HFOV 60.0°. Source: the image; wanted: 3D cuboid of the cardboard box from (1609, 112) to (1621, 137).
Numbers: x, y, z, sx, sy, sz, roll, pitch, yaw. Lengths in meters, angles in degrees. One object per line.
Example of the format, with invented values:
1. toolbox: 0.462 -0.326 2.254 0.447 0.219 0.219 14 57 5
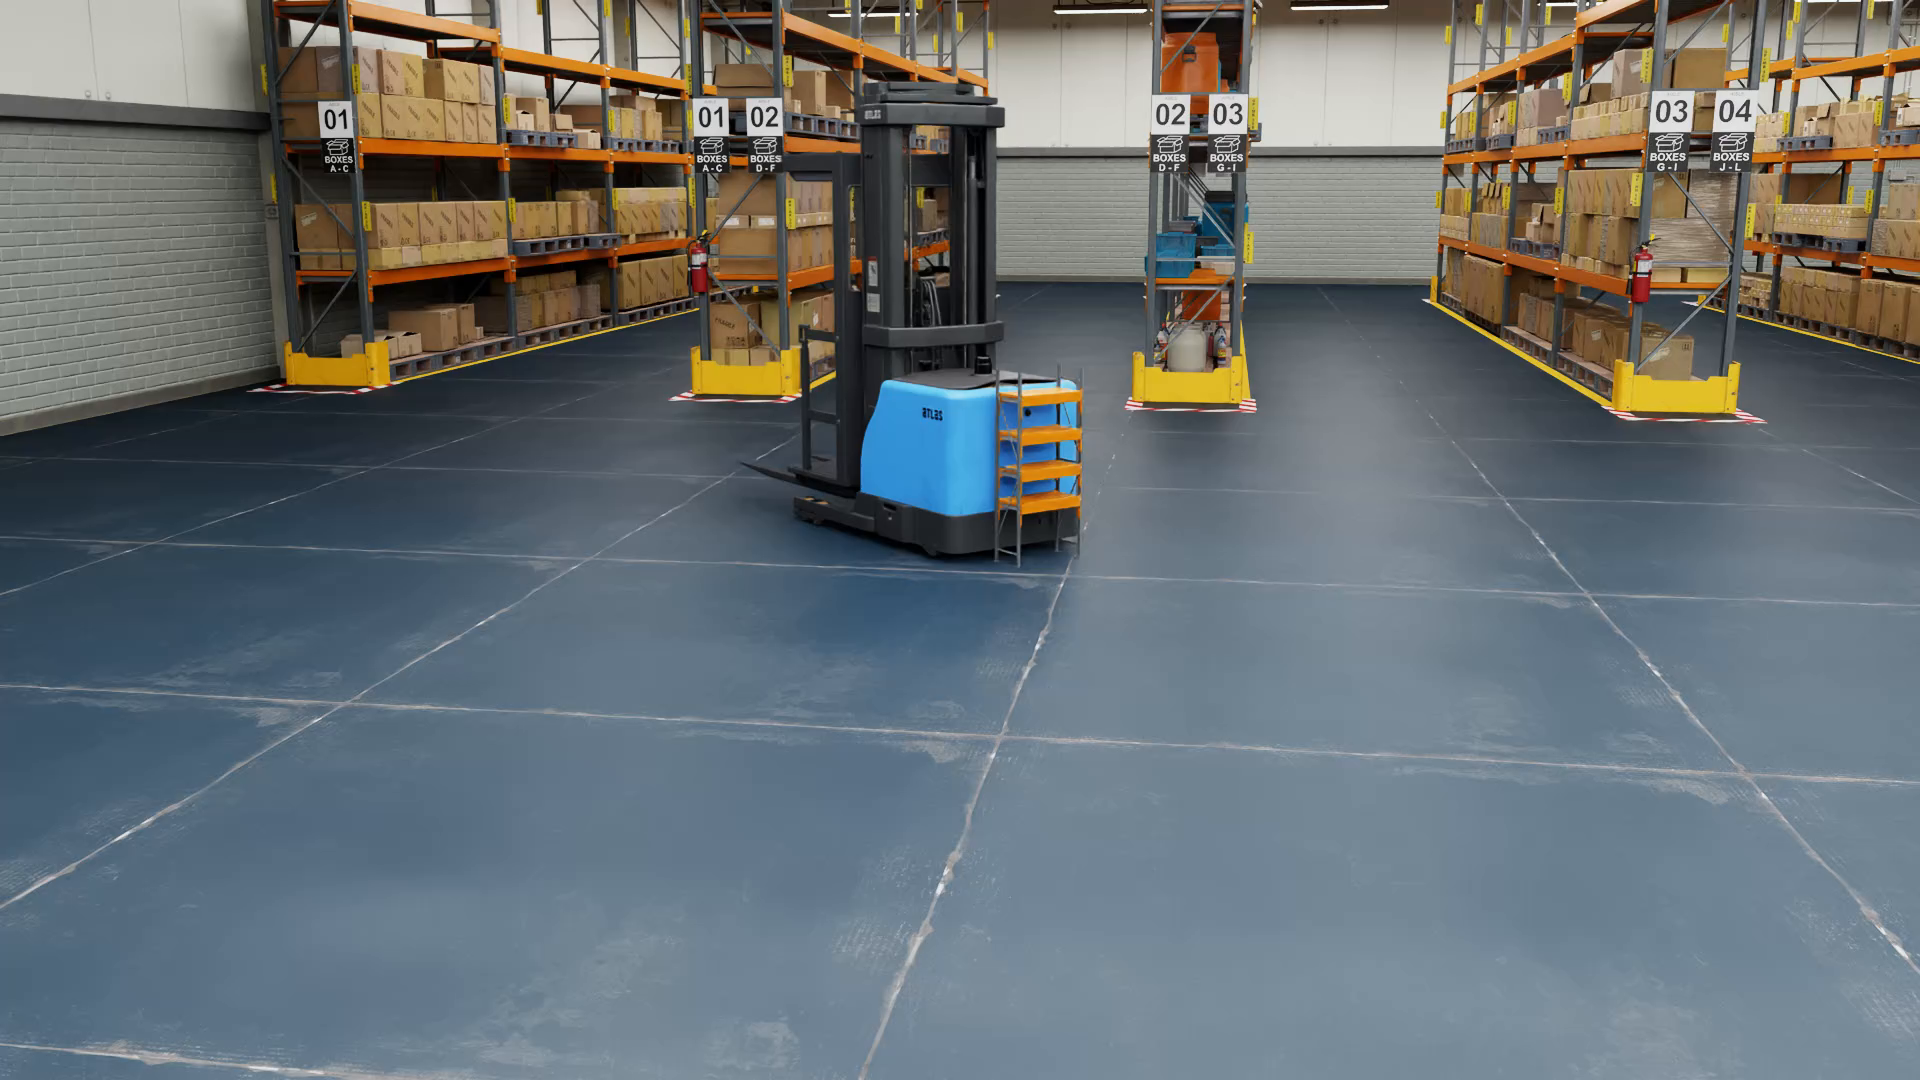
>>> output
1. cardboard box: 7.371 -4.513 18.052 0.500 0.250 0.500 2 12 10

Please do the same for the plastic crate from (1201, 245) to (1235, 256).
1. plastic crate: 3.206 -3.483 20.386 0.499 0.251 0.616 2 12 9

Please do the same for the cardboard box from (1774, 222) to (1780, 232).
1. cardboard box: 13.603 -5.133 27.290 0.380 0.149 0.250 1 12 6

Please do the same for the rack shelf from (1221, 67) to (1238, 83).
1. rack shelf: 4.031 -7.429 26.762 1.077 0.370 4.000 2 12 9

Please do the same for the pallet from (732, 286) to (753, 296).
1. pallet: -4.881 -5.081 34.070 1.003 0.211 1.213 2 12 9

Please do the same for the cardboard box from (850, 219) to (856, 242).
1. cardboard box: -1.570 -4.274 23.466 0.500 0.500 0.500 3 12 13

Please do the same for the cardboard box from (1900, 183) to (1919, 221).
1. cardboard box: 13.348 -4.624 22.719 0.700 0.500 0.500 2 12 8

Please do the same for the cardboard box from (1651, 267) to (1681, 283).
1. cardboard box: 7.227 -2.744 17.204 0.380 0.149 0.250 2 12 9

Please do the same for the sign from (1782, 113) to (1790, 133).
1. sign: 13.581 -6.853 27.323 0.100 0.325 0.005 2 12 9

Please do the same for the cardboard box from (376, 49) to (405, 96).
1. cardboard box: -6.870 -5.472 19.484 0.500 0.500 0.500 2 12 8

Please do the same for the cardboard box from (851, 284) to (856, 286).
1. cardboard box: -1.541 -3.824 25.817 0.500 0.311 0.500 2 12 11

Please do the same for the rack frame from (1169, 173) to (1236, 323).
1. rack frame: 3.723 -4.627 25.344 1.000 3.000 0.127 2 12 9

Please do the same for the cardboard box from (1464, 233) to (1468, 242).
1. cardboard box: 8.956 -5.251 28.833 0.380 0.149 0.250 2 12 9

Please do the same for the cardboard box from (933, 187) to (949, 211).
1. cardboard box: -0.205 -6.248 30.253 0.500 0.500 0.500 2 12 10

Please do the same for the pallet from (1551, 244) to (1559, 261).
1. pallet: 8.264 -3.695 21.472 1.003 0.211 1.213 2 12 9

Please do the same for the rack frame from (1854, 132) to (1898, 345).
1. rack frame: 13.503 -4.285 23.756 1.000 3.000 0.127 2 12 9

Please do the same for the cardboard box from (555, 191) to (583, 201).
1. cardboard box: -6.124 -5.389 26.057 0.380 0.149 0.250 0 12 -1

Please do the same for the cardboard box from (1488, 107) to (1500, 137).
1. cardboard box: 9.153 -6.899 27.530 0.700 0.500 0.500 2 12 10

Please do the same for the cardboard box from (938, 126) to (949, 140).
1. cardboard box: -0.235 -7.352 30.035 0.500 0.250 0.500 2 12 9

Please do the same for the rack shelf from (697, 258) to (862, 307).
1. rack shelf: -2.093 -3.188 20.372 1.077 0.370 4.000 2 12 9

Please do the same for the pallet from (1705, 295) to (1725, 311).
1. pallet: 14.562 -4.403 30.924 1.003 0.211 1.213 2 12 9

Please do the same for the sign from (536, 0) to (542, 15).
1. sign: -6.615 -8.432 26.166 0.100 0.325 0.005 2 12 9

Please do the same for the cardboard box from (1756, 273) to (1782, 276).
1. cardboard box: 14.893 -4.826 30.624 0.380 0.149 0.250 2 12 7

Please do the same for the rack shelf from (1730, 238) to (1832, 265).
1. rack shelf: 14.426 -5.182 29.627 1.077 0.370 4.000 2 12 9

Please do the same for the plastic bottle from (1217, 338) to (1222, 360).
1. plastic bottle: 3.133 -2.282 19.893 0.097 0.271 0.097 0 12 0

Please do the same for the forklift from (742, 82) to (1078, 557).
1. forklift: -0.507 -1.589 11.408 1.130 2.935 3.031 -9 15 -35

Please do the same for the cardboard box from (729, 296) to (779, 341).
1. cardboard box: -2.473 -2.681 20.062 0.500 0.500 0.500 2 12 9

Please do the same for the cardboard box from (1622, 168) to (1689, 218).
1. cardboard box: 7.228 -3.607 17.293 0.500 0.500 0.500 2 12 9

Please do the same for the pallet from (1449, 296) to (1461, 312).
1. pallet: 9.612 -4.347 30.661 1.003 0.211 1.213 2 12 9

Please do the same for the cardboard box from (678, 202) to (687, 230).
1. cardboard box: -5.272 -5.881 30.169 0.500 0.500 0.500 2 12 8

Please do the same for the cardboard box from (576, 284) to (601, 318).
1. cardboard box: -6.125 -3.790 26.347 0.700 0.500 0.500 2 12 9

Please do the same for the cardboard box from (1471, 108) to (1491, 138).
1. cardboard box: 9.294 -7.233 28.846 0.700 0.500 0.500 1 12 5

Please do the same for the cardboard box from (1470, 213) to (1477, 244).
1. cardboard box: 8.915 -5.260 28.046 0.500 0.500 0.500 2 12 9

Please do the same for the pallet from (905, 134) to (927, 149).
1. pallet: -1.186 -6.018 25.127 1.213 0.211 1.003 2 12 11

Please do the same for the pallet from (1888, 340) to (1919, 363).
1. pallet: 13.117 -2.507 22.124 1.003 0.211 1.213 2 12 9

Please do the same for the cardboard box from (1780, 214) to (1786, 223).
1. cardboard box: 13.565 -5.224 27.008 0.380 0.149 0.250 2 12 8

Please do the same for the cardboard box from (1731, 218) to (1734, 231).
1. cardboard box: 14.246 -5.846 30.057 0.500 0.500 0.500 2 12 9

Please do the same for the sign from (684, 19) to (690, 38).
1. sign: -4.913 -9.194 29.888 0.100 0.325 0.005 2 12 9

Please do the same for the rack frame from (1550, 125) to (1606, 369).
1. rack frame: 8.002 -3.634 20.735 1.000 3.000 0.127 2 12 9

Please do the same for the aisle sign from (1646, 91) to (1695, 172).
1. aisle sign: 7.081 -4.069 16.583 0.394 0.787 0.004 2 12 9

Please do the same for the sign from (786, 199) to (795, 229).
1. sign: -1.853 -3.566 18.176 0.100 0.325 0.005 2 12 9

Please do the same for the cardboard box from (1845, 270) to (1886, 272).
1. cardboard box: 14.094 -4.087 25.995 0.500 0.250 0.500 1 12 6

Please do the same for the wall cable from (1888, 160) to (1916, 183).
1. wall cable: 20.484 -7.497 36.176 0.585 1.953 0.123 2 12 9

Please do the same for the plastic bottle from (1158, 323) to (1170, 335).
1. plastic bottle: 2.574 -2.560 20.995 0.144 0.351 0.185 2 12 10

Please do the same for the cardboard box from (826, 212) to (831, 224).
1. cardboard box: -1.813 -3.994 20.628 0.380 0.149 0.250 2 12 10

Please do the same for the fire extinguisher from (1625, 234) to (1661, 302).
1. fire extinguisher: 6.914 -2.755 16.839 0.296 0.674 0.183 2 12 9

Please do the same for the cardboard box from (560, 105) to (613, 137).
1. cardboard box: -6.049 -6.779 26.929 0.700 0.500 0.500 1 12 4

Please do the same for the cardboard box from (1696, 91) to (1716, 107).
1. cardboard box: 7.658 -4.439 16.761 0.380 0.149 0.250 2 12 8

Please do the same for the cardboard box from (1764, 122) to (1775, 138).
1. cardboard box: 14.029 -6.967 28.252 0.500 0.250 0.500 1 12 6

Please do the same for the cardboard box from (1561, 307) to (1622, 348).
1. cardboard box: 8.118 -2.754 21.542 0.700 0.500 0.500 1 12 4

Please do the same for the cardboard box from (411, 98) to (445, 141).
1. cardboard box: -6.742 -5.200 20.599 0.500 0.500 0.500 3 12 12

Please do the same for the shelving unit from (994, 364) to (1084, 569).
1. shelving unit: 0.489 -0.463 10.293 0.503 1.200 0.258 -9 15 -35

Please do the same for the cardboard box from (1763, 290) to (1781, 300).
1. cardboard box: 13.852 -4.150 28.196 0.380 0.149 0.250 2 12 10
